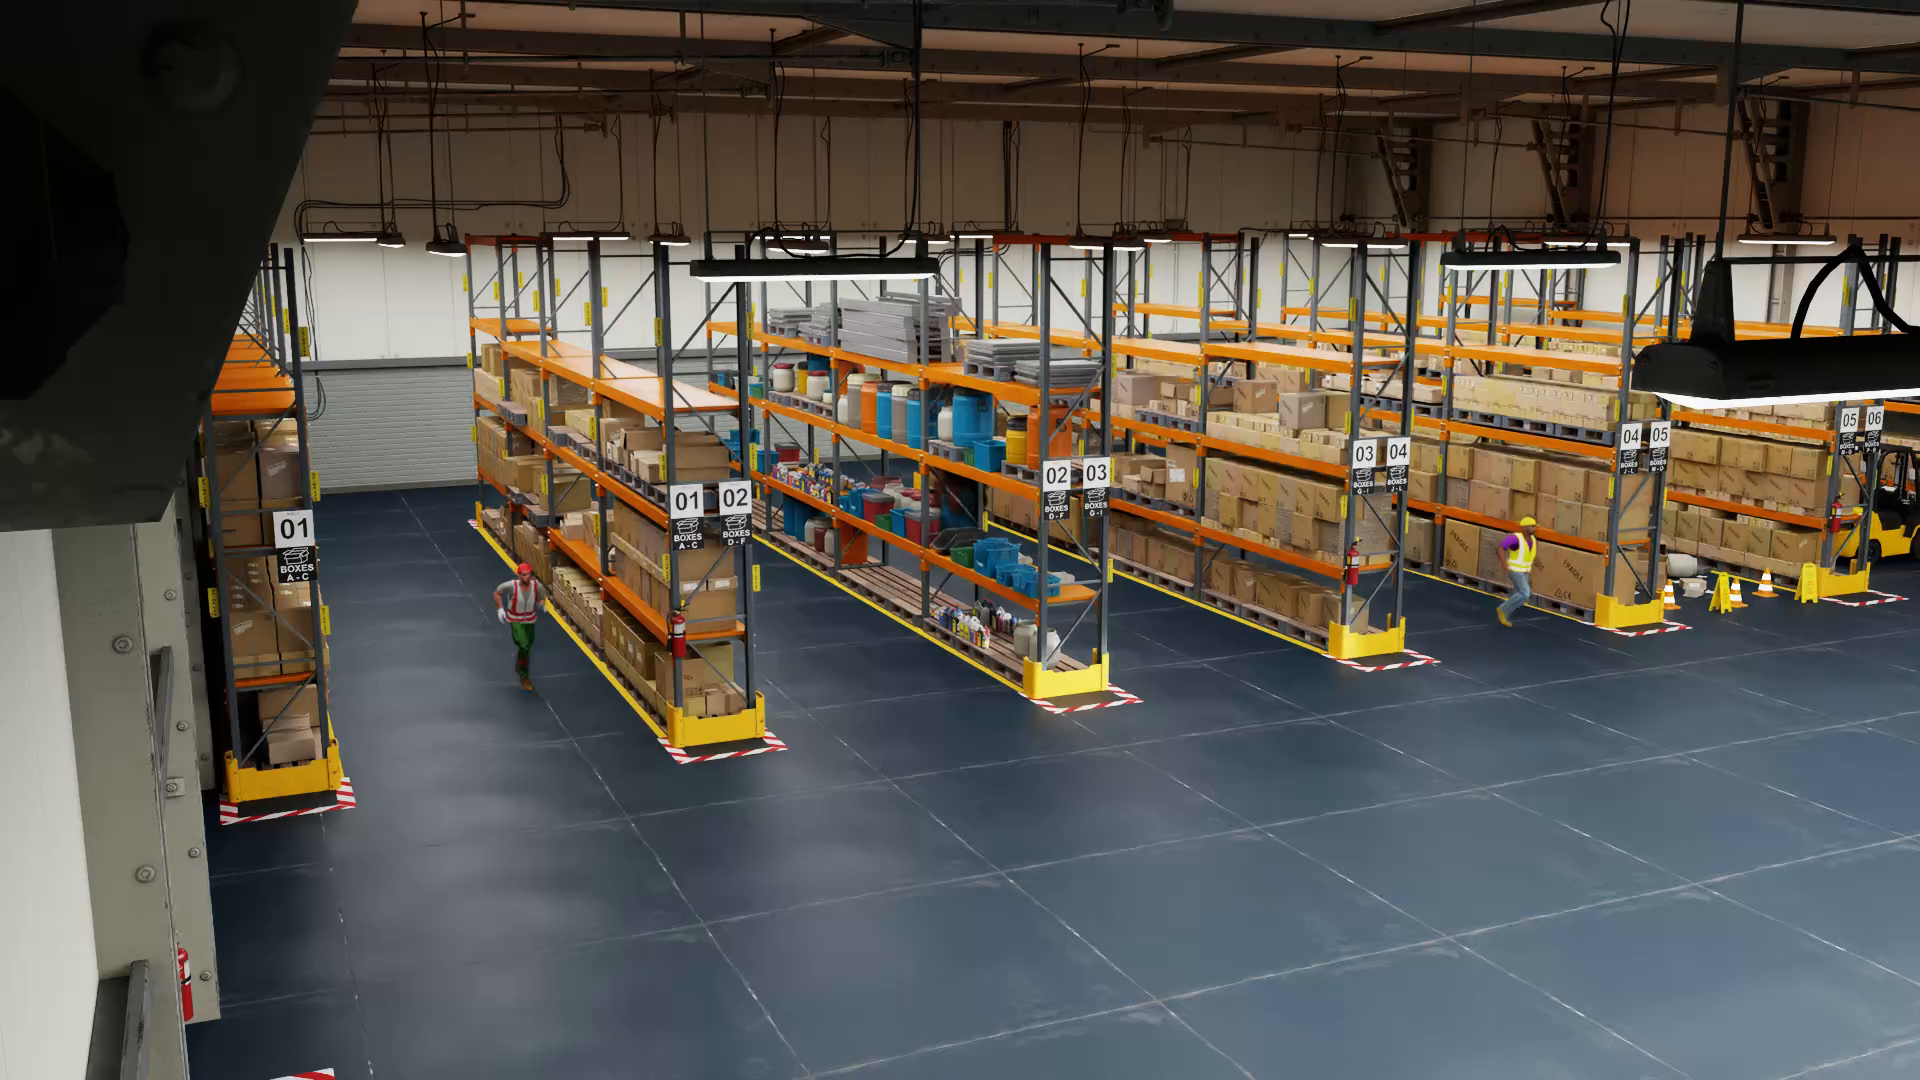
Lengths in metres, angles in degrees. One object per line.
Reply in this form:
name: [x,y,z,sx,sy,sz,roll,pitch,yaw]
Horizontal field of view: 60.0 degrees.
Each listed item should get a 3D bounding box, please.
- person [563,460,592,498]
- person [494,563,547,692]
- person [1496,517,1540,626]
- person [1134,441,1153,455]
person: [-8.173,-1.293,35.306,0.609,1.719,0.692,10,15,43]
person: [-5.990,1.141,22.739,0.669,1.768,0.921,-7,13,-33]
person: [8.823,0.493,26.091,0.673,1.715,0.570,-9,14,-38]
person: [4.570,-2.474,41.824,0.968,1.627,0.655,-4,12,-20]
